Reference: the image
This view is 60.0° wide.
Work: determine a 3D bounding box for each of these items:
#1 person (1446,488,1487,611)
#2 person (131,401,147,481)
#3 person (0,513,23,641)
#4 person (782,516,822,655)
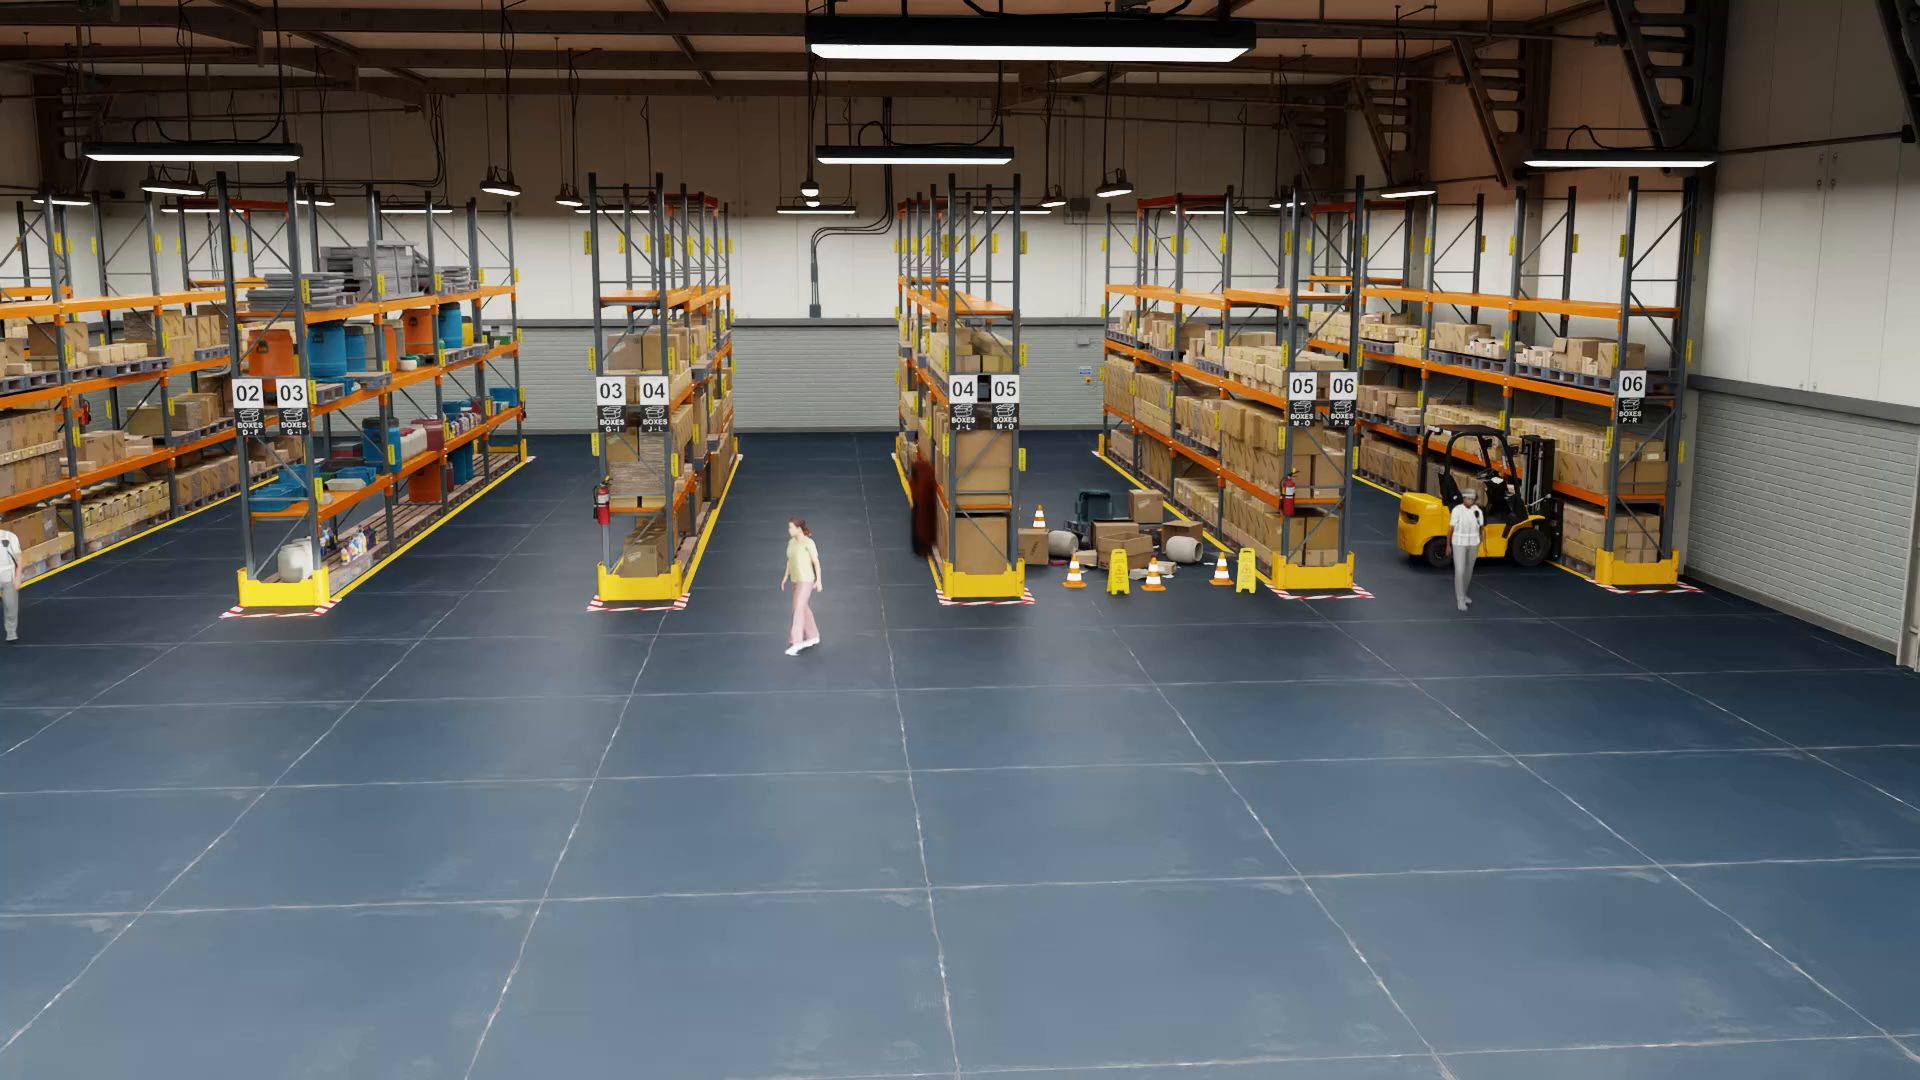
[{"bbox_3d":[7.114,0.108,23.333,0.507,1.694,0.649,-1,10,-4],"label":"person"},{"bbox_3d":[-17.608,-2.154,35.894,0.692,1.707,1.085,-1,10,-4],"label":"person"},{"bbox_3d":[-12.062,0.488,20.850,0.574,1.706,1.054,-6,12,-32],"label":"person"},{"bbox_3d":[-2.039,0.545,20.822,0.717,1.669,0.562,-8,13,-39],"label":"person"}]
